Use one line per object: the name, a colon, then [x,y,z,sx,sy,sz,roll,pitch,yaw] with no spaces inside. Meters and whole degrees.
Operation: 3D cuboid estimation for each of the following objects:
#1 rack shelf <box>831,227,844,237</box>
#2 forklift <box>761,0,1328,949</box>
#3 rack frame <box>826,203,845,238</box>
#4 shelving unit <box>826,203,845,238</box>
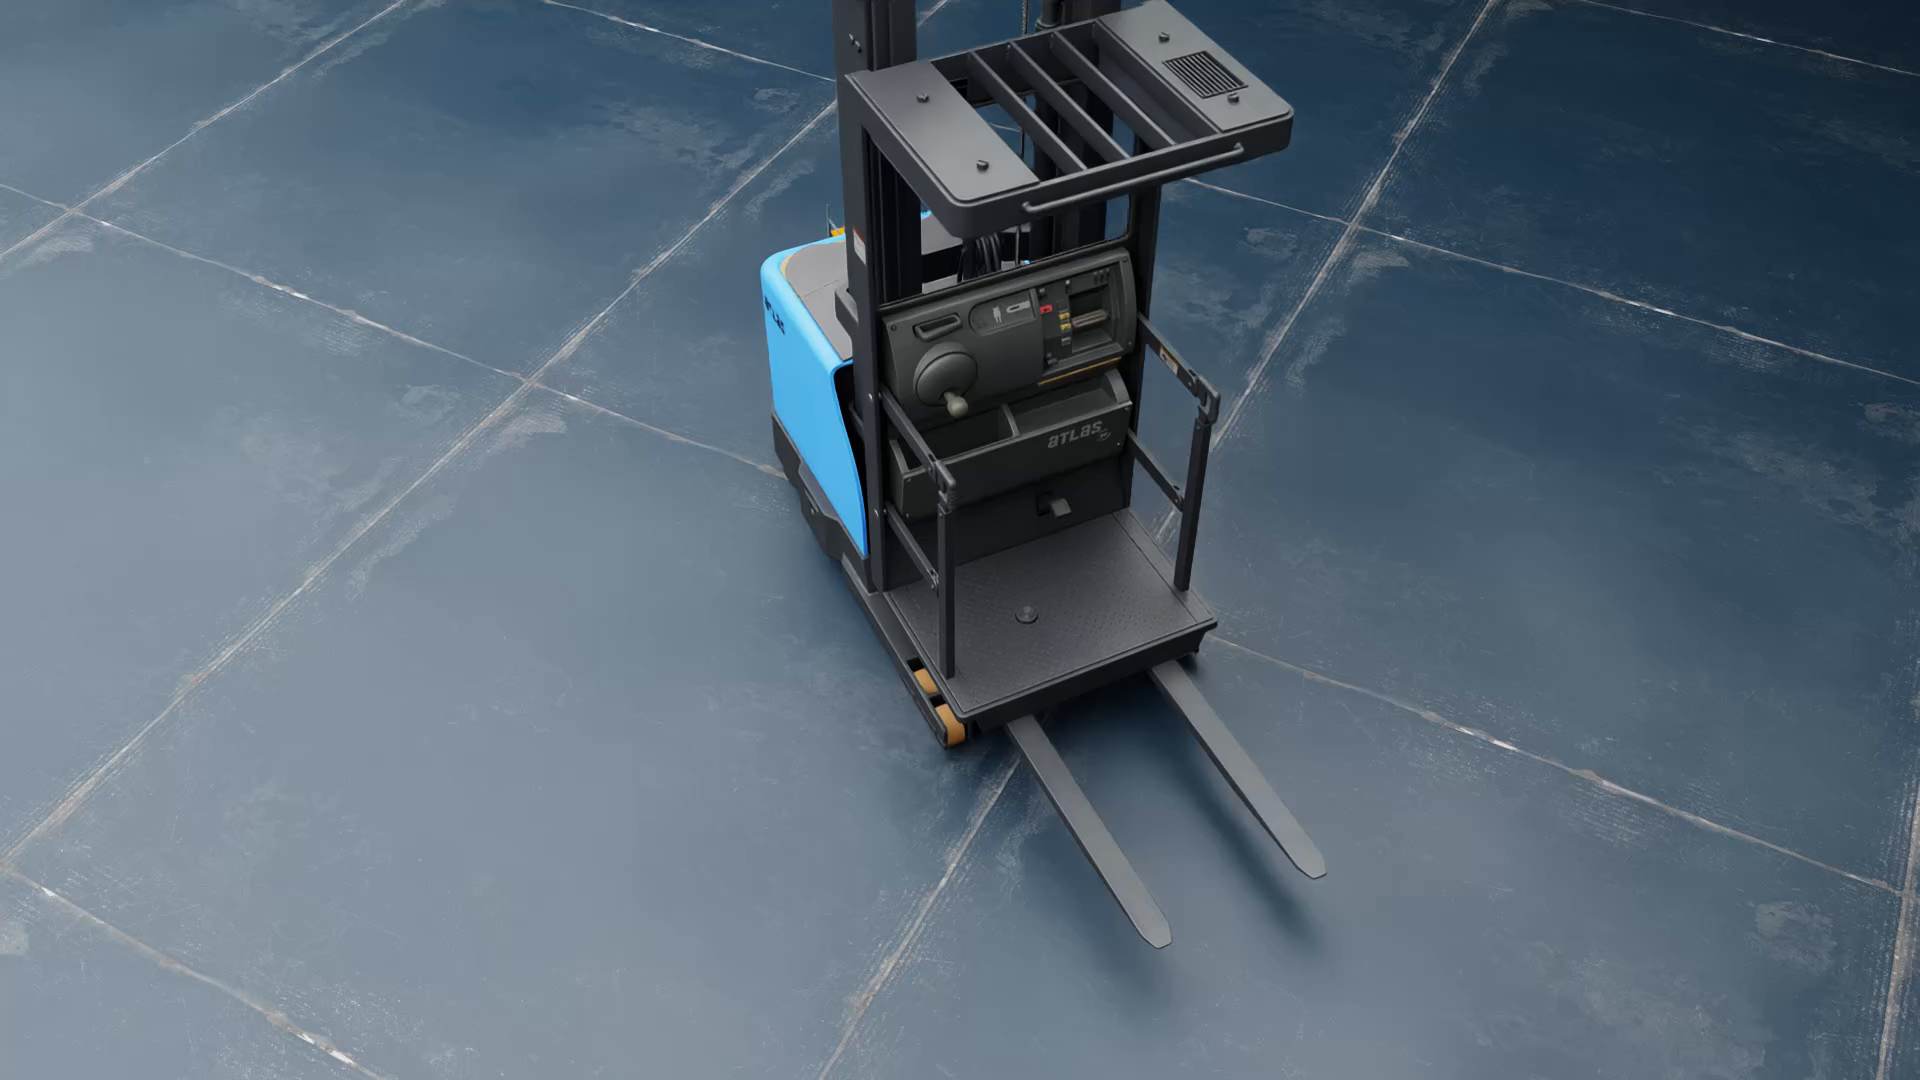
rack shelf: [-0.402,-1.203,7.097,0.240,0.259,0.215,-20,49,-18]
forklift: [0.282,-0.616,5.578,1.130,2.935,3.031,-19,48,-18]
rack frame: [-0.511,-0.972,7.253,0.008,1.050,0.200,-20,49,-18]
shelving unit: [-0.402,-1.011,7.291,0.252,1.050,0.215,-20,49,-18]
